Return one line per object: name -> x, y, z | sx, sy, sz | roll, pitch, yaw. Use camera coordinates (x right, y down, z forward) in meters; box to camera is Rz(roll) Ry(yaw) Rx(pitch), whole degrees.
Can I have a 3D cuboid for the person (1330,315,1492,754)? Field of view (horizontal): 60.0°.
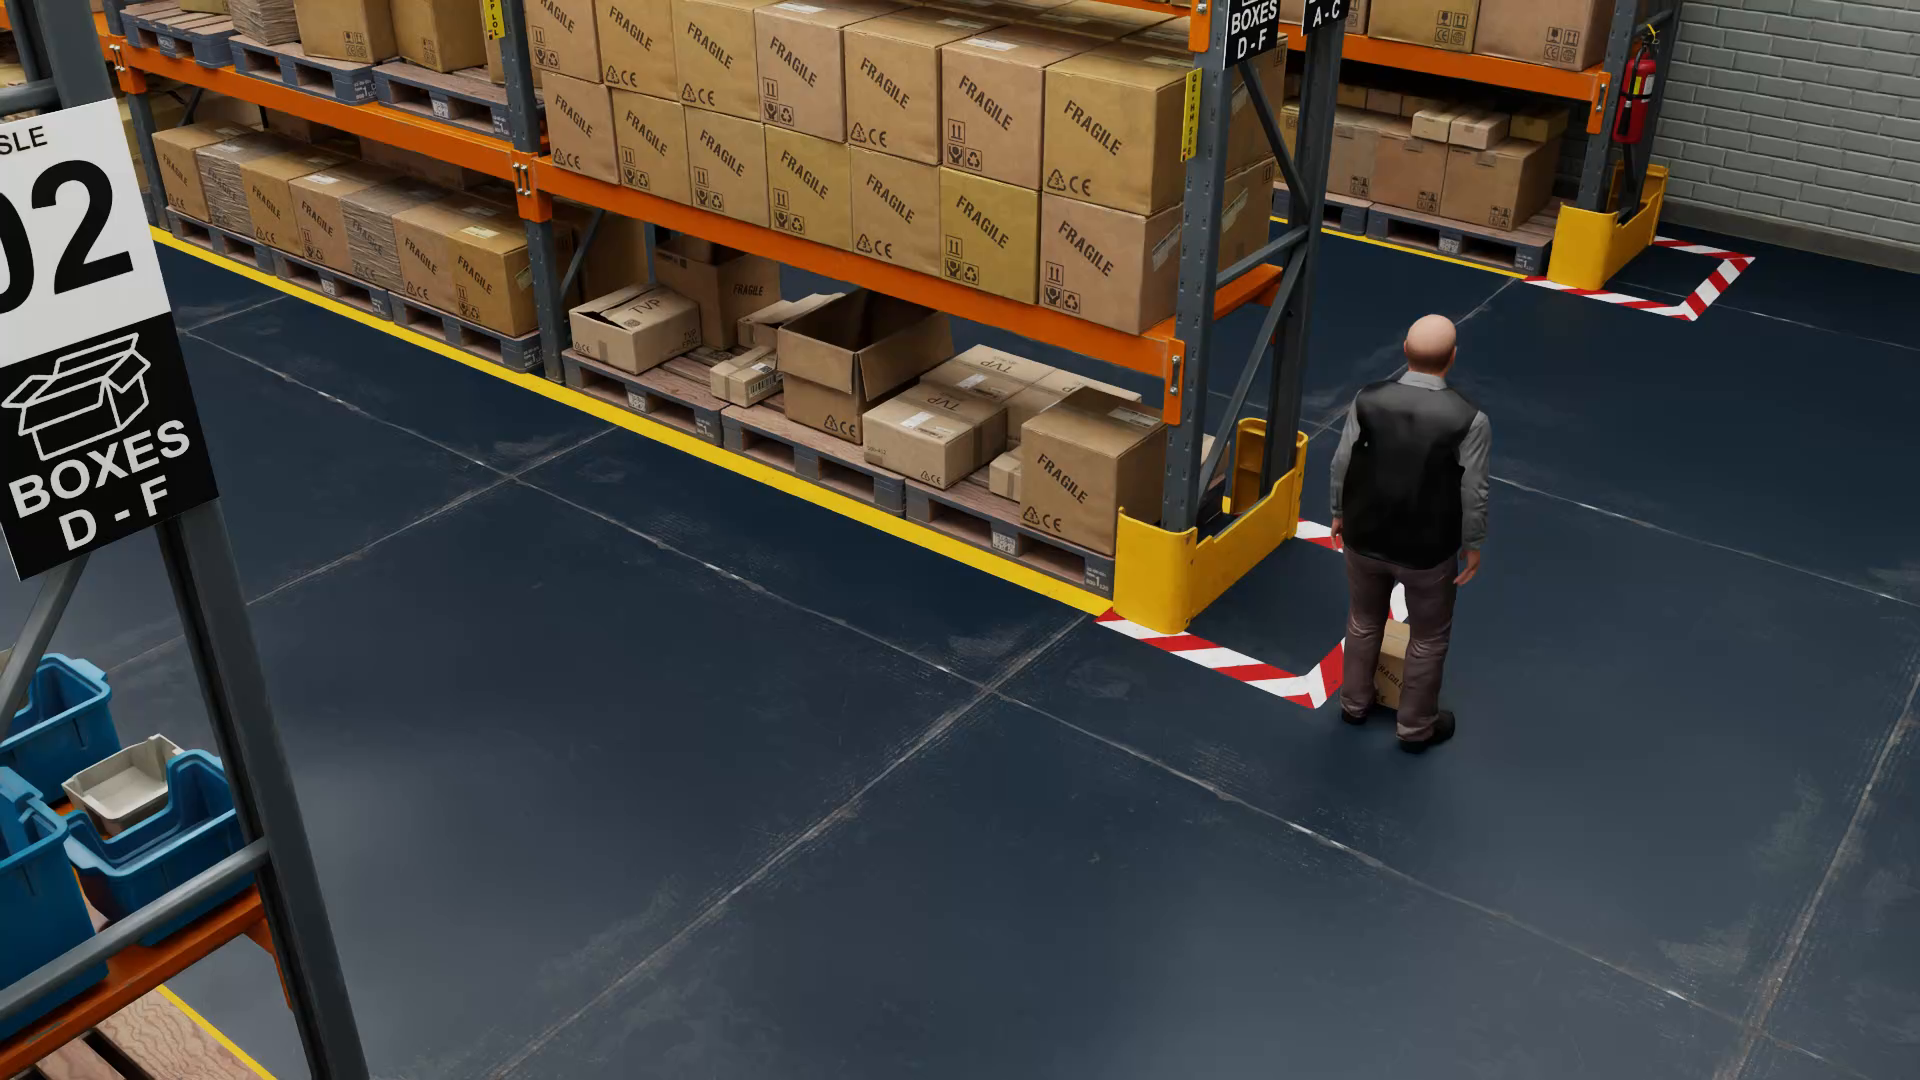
person -> 1.648, -0.009, 6.172 | 0.582, 1.719, 0.475 | 18, 35, 27
